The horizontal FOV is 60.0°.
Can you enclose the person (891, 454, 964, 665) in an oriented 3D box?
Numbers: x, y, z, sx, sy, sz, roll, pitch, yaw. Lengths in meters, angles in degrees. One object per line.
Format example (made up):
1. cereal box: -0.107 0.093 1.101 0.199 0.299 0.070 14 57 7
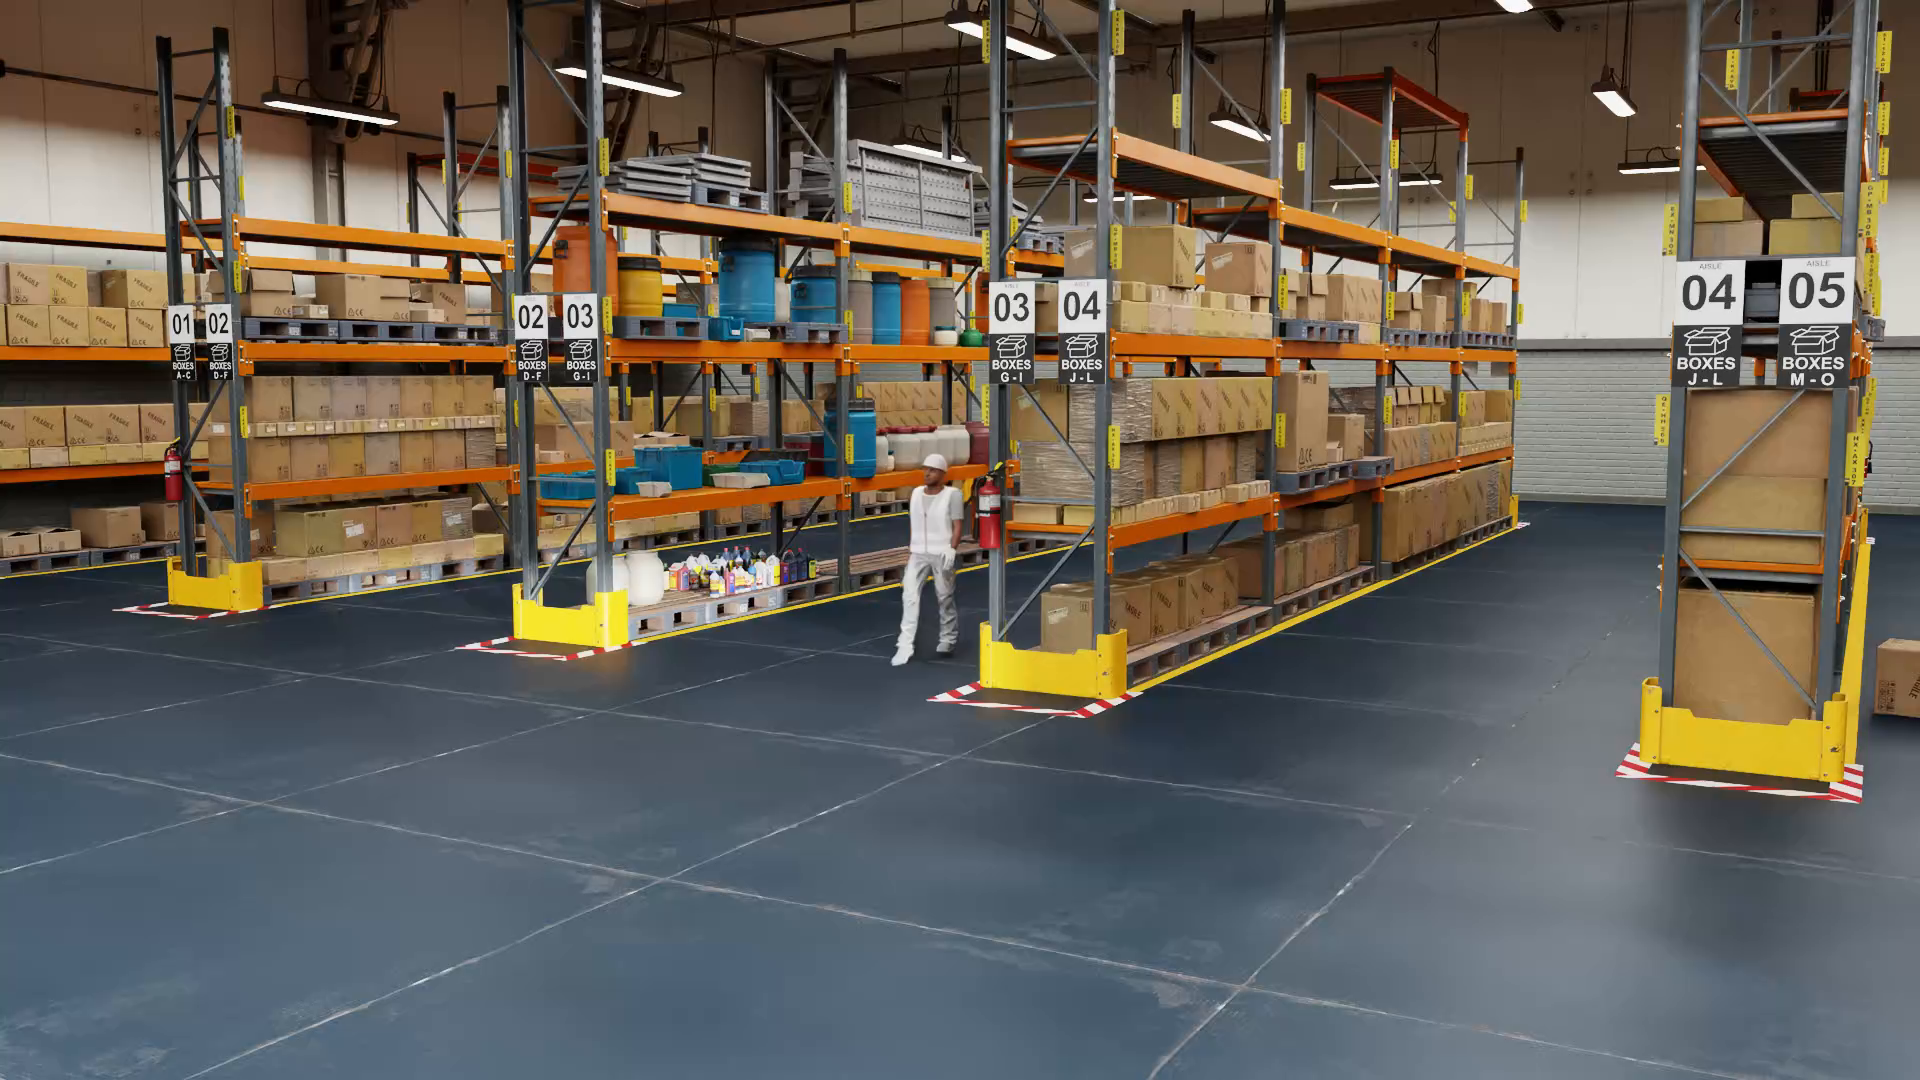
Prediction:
1. person: -0.265 0.156 14.444 0.560 1.798 0.794 3 6 23
